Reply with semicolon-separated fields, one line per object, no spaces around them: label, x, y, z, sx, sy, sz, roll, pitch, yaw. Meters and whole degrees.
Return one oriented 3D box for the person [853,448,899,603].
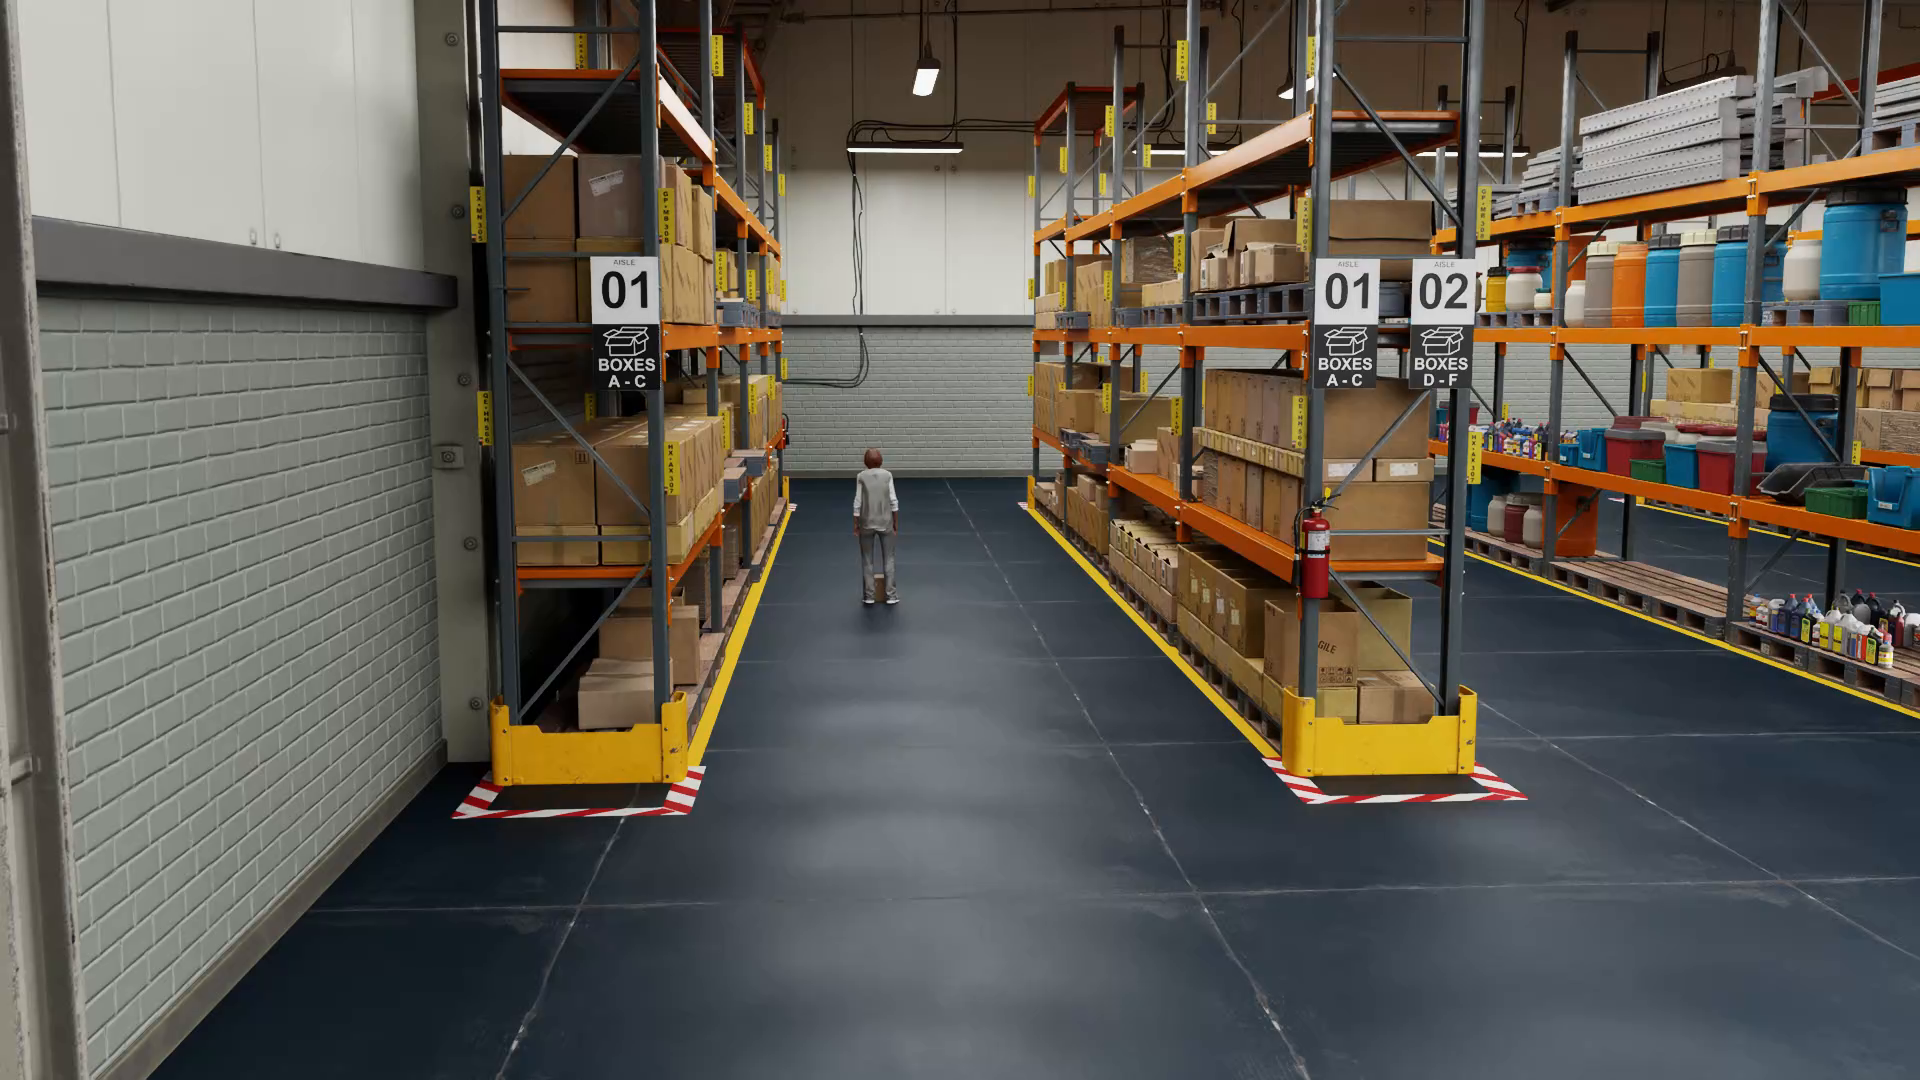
person;-0.854;-0.140;16.939;0.477;1.591;0.377;-1;7;-7
